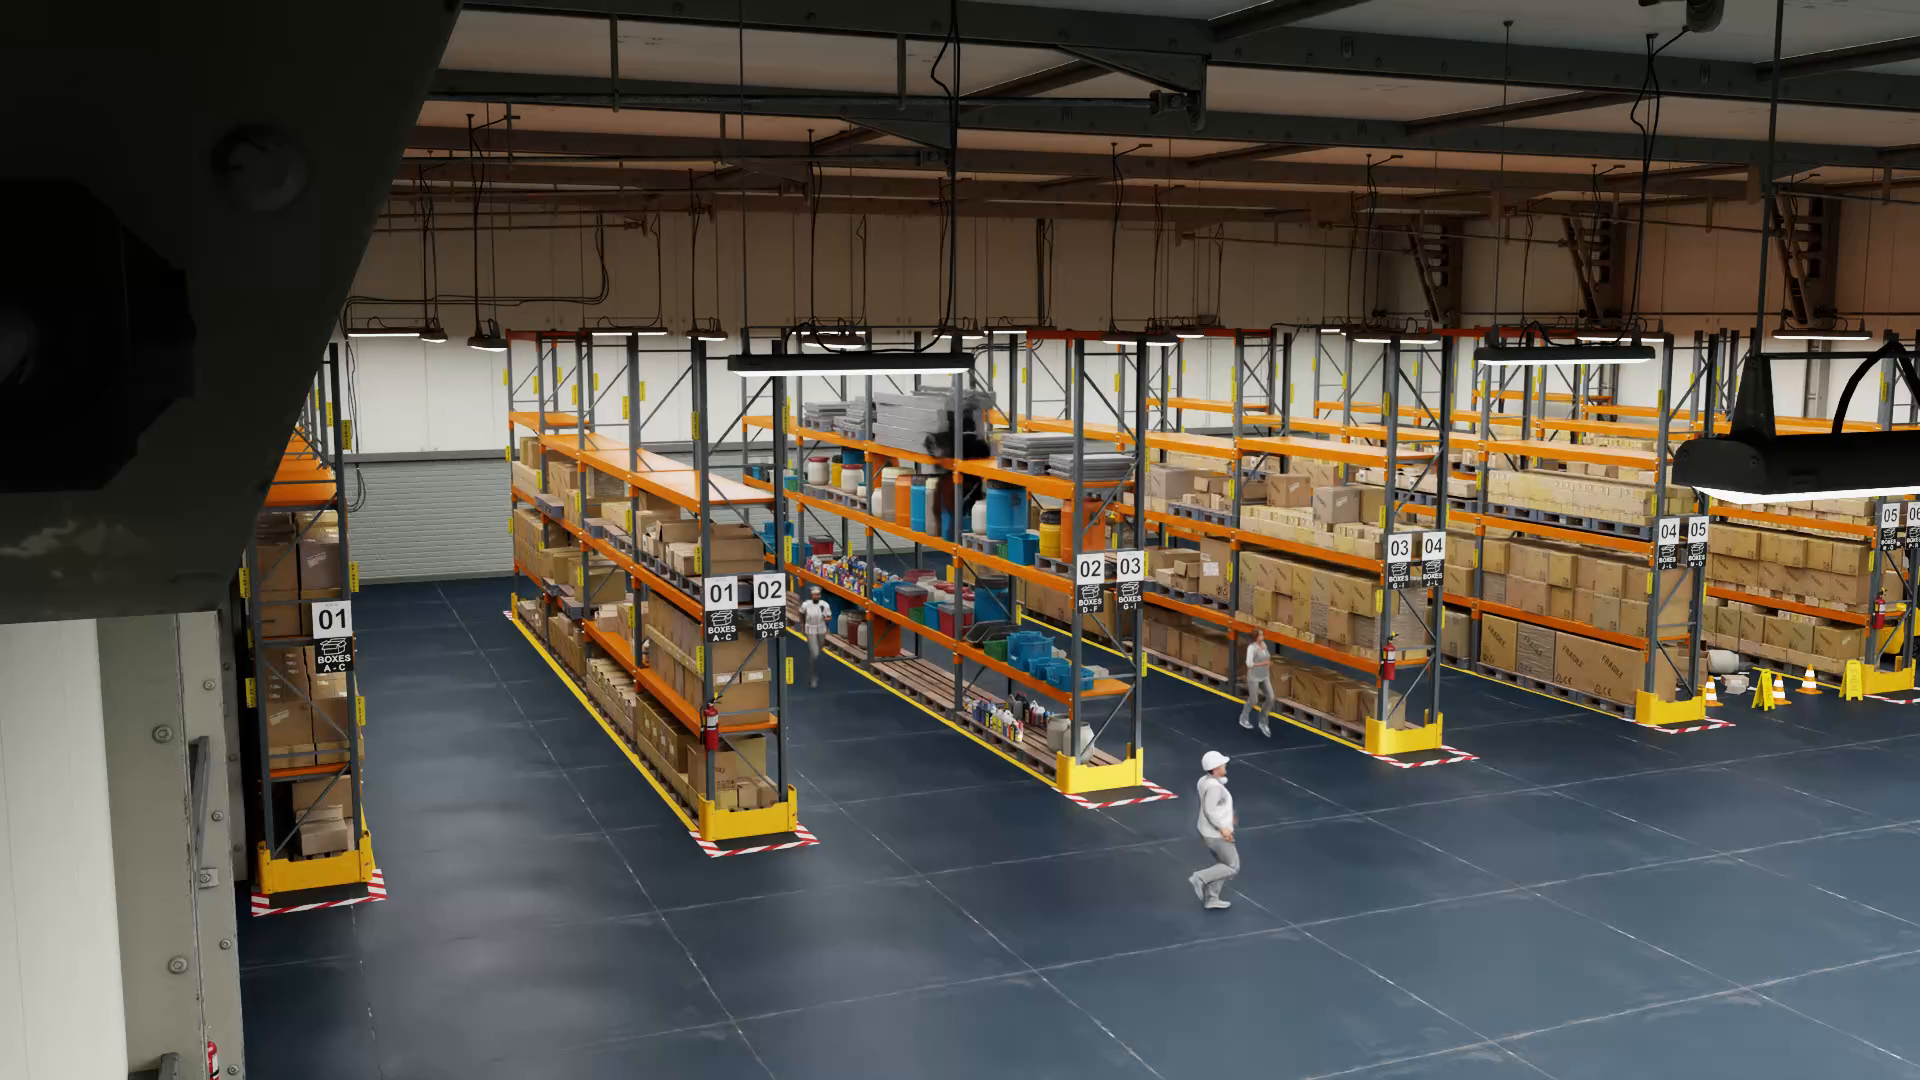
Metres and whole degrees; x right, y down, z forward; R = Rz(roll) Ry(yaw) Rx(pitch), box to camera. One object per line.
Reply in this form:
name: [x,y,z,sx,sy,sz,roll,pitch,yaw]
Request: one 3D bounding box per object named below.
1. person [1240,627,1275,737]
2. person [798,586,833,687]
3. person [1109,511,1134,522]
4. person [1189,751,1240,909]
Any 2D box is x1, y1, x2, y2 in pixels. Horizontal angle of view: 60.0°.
person: [4.470,2.116,24.913,0.514,1.639,0.666,-5,9,-33]
person: [-2.459,1.643,28.525,0.546,1.761,0.757,-3,8,-20]
person: [3.933,-0.168,41.253,0.893,1.806,0.762,-6,10,-36]
person: [2.707,3.090,17.694,0.581,1.726,0.662,-1,8,-4]
